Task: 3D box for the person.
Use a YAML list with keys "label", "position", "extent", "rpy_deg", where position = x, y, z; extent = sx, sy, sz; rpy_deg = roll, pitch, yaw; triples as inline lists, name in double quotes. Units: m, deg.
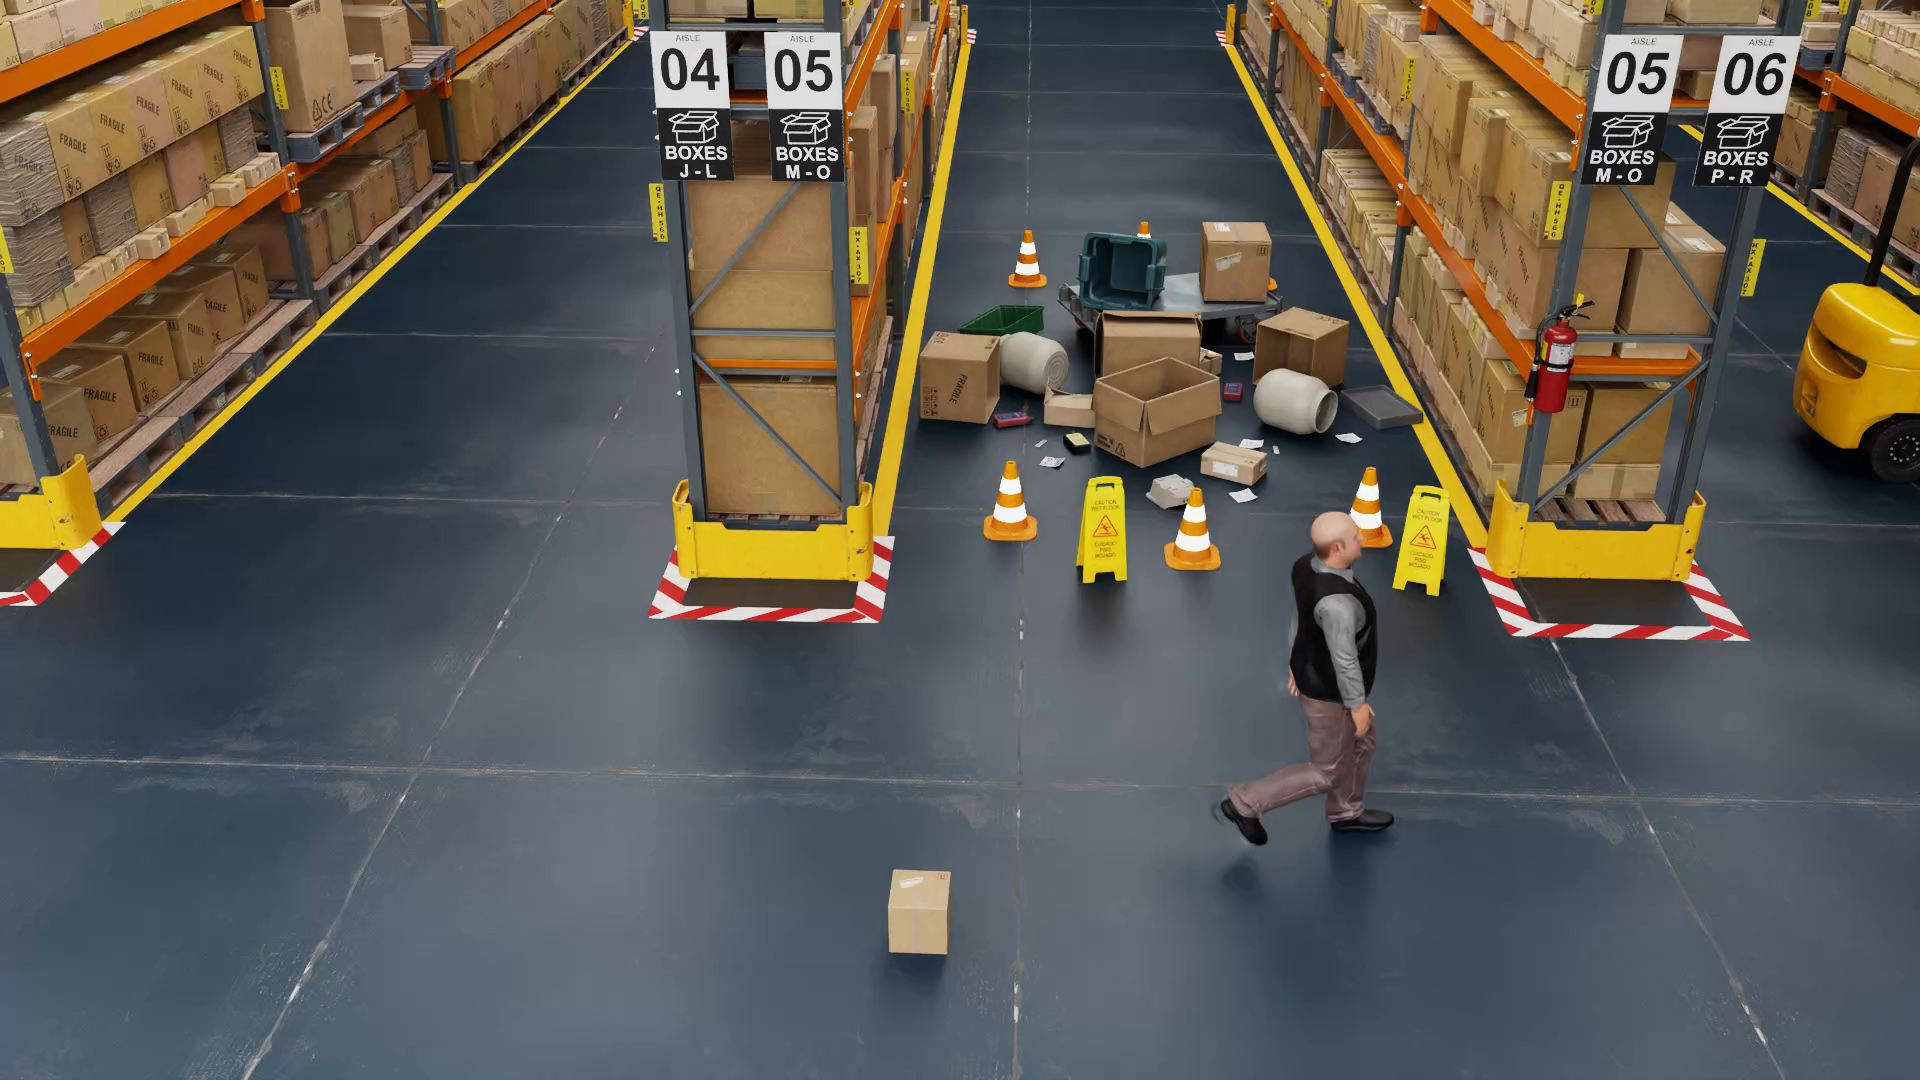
- label: "person"
  position: [1.620, 0.645, 7.420]
  extent: [0.859, 1.686, 0.543]
  rpy_deg: [0, 28, 0]
